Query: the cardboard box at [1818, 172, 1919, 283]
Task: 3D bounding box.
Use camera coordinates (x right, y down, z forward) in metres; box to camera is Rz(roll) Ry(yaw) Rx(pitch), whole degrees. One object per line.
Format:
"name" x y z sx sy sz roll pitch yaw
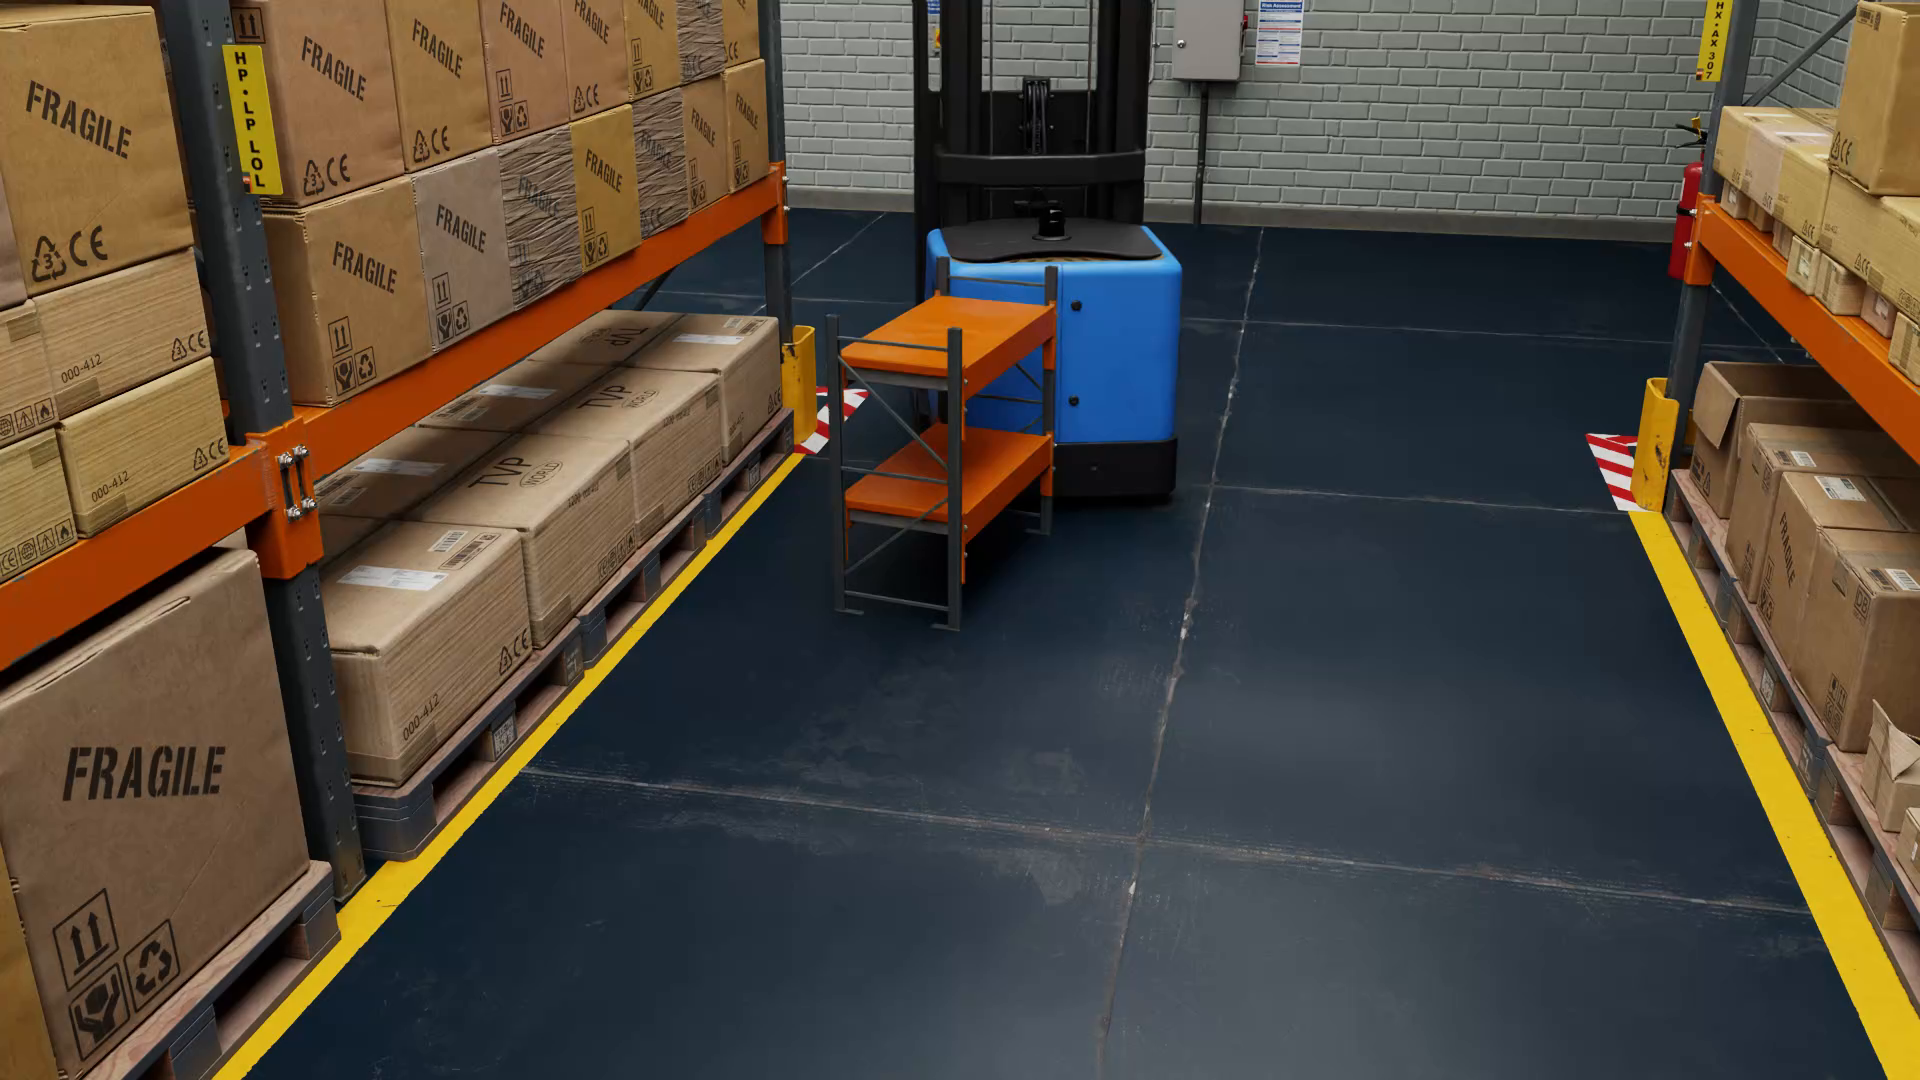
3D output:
"cardboard box" 2.913 -0.927 4.943 0.500 0.250 0.500 4 22 10

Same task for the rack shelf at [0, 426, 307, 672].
"rack shelf" -2.529 0.588 2.341 1.077 0.370 4.000 4 22 11

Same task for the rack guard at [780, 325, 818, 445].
"rack guard" -1.300 -0.789 8.144 1.175 0.500 0.348 4 22 11

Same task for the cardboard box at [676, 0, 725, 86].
"cardboard box" -1.248 -2.062 6.486 0.500 0.500 0.500 5 22 11

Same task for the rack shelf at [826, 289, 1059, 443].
"rack shelf" -0.042 -0.674 6.238 0.538 0.278 1.000 8 23 20

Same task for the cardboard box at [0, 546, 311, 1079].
"cardboard box" -2.169 0.547 3.763 0.875 0.875 0.875 5 23 13

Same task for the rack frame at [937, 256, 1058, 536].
"rack frame" 0.146 -0.579 6.785 0.500 1.125 0.032 8 23 20

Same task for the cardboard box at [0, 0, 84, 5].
"cardboard box" -2.295 -1.181 4.298 0.500 0.500 0.500 4 22 10

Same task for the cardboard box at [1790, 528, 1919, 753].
"cardboard box" 2.913 0.308 4.858 0.700 0.500 0.500 4 22 9

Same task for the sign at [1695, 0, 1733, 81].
"sign" 3.024 -2.006 6.659 0.100 0.325 0.005 4 22 11

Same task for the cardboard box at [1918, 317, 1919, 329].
"cardboard box" 2.692 -0.557 4.025 0.500 0.250 0.500 5 22 11

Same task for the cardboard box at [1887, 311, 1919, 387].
"cardboard box" 2.723 -0.502 4.422 0.380 0.149 0.250 4 22 10

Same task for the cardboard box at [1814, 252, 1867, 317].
"cardboard box" 2.874 -0.782 5.116 0.380 0.149 0.250 5 22 12

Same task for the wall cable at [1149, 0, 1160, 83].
"wall cable" 1.214 -4.371 12.332 0.588 1.984 0.122 4 22 11

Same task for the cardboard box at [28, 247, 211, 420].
"cardboard box" -1.973 -0.459 3.511 0.500 0.250 0.500 4 22 11

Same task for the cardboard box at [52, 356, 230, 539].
"cardboard box" -1.966 -0.224 3.595 0.500 0.250 0.500 4 22 10

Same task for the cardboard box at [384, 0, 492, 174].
"cardboard box" -1.678 -1.327 4.661 0.500 0.500 0.500 4 22 10

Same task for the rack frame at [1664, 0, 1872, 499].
"rack frame" 3.555 -1.563 6.719 1.000 3.000 0.127 4 22 11

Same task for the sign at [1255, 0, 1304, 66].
"sign" 2.375 -3.784 12.362 0.329 0.494 0.001 4 22 11

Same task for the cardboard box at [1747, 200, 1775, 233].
"cardboard box" 3.213 -1.250 6.279 0.380 0.149 0.250 5 22 12

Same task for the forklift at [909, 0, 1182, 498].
"forklift" 0.310 -2.039 7.994 1.130 2.935 3.031 -2 22 -4

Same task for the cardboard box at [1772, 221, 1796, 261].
"cardboard box" 3.082 -1.064 5.816 0.380 0.149 0.250 5 23 13

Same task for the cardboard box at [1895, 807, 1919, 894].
"cardboard box" 2.565 0.802 4.102 0.380 0.149 0.250 4 22 9

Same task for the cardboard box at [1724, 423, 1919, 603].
"cardboard box" 3.125 -0.072 5.801 0.700 0.500 0.500 5 23 13

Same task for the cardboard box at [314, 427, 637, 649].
"cardboard box" -1.706 -0.032 5.786 0.875 0.438 0.875 4 22 9

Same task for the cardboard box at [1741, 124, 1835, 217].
"cardboard box" 3.096 -1.301 5.872 0.500 0.250 0.500 5 22 11

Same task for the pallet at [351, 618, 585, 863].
"pallet" -1.889 0.545 5.219 1.003 0.211 1.213 4 22 11

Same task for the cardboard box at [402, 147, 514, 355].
"cardboard box" -1.662 -0.859 4.836 0.500 0.500 0.500 5 22 11

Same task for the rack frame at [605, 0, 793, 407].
"rack frame" -1.305 -1.940 7.655 1.000 3.000 0.127 4 22 11

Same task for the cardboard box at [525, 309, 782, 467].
"cardboard box" -1.342 -0.697 7.437 0.875 0.438 0.875 4 22 9

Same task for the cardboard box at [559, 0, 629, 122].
"cardboard box" -1.457 -1.698 5.581 0.500 0.500 0.500 4 22 11

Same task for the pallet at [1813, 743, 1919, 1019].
"pallet" 2.880 0.943 4.231 1.003 0.211 1.213 4 22 11

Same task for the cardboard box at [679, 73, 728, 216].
"cardboard box" -1.261 -1.607 6.695 0.500 0.500 0.500 4 22 10

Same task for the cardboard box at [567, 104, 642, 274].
"cardboard box" -1.449 -1.228 5.755 0.500 0.500 0.500 5 22 13

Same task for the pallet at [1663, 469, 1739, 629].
"pallet" 3.378 0.050 6.446 1.003 0.211 1.213 4 22 11

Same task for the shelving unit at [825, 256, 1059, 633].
"shelving unit" -0.042 -0.402 6.347 0.538 1.125 1.048 8 23 20

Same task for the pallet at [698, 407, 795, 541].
"pallet" -1.391 -0.348 7.435 1.003 0.211 1.213 4 22 11

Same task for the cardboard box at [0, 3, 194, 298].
"cardboard box" -1.966 -0.805 3.364 0.500 0.500 0.500 5 23 13

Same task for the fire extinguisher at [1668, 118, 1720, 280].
"fire extinguisher" 3.133 -1.443 7.024 0.296 0.674 0.183 4 22 11
